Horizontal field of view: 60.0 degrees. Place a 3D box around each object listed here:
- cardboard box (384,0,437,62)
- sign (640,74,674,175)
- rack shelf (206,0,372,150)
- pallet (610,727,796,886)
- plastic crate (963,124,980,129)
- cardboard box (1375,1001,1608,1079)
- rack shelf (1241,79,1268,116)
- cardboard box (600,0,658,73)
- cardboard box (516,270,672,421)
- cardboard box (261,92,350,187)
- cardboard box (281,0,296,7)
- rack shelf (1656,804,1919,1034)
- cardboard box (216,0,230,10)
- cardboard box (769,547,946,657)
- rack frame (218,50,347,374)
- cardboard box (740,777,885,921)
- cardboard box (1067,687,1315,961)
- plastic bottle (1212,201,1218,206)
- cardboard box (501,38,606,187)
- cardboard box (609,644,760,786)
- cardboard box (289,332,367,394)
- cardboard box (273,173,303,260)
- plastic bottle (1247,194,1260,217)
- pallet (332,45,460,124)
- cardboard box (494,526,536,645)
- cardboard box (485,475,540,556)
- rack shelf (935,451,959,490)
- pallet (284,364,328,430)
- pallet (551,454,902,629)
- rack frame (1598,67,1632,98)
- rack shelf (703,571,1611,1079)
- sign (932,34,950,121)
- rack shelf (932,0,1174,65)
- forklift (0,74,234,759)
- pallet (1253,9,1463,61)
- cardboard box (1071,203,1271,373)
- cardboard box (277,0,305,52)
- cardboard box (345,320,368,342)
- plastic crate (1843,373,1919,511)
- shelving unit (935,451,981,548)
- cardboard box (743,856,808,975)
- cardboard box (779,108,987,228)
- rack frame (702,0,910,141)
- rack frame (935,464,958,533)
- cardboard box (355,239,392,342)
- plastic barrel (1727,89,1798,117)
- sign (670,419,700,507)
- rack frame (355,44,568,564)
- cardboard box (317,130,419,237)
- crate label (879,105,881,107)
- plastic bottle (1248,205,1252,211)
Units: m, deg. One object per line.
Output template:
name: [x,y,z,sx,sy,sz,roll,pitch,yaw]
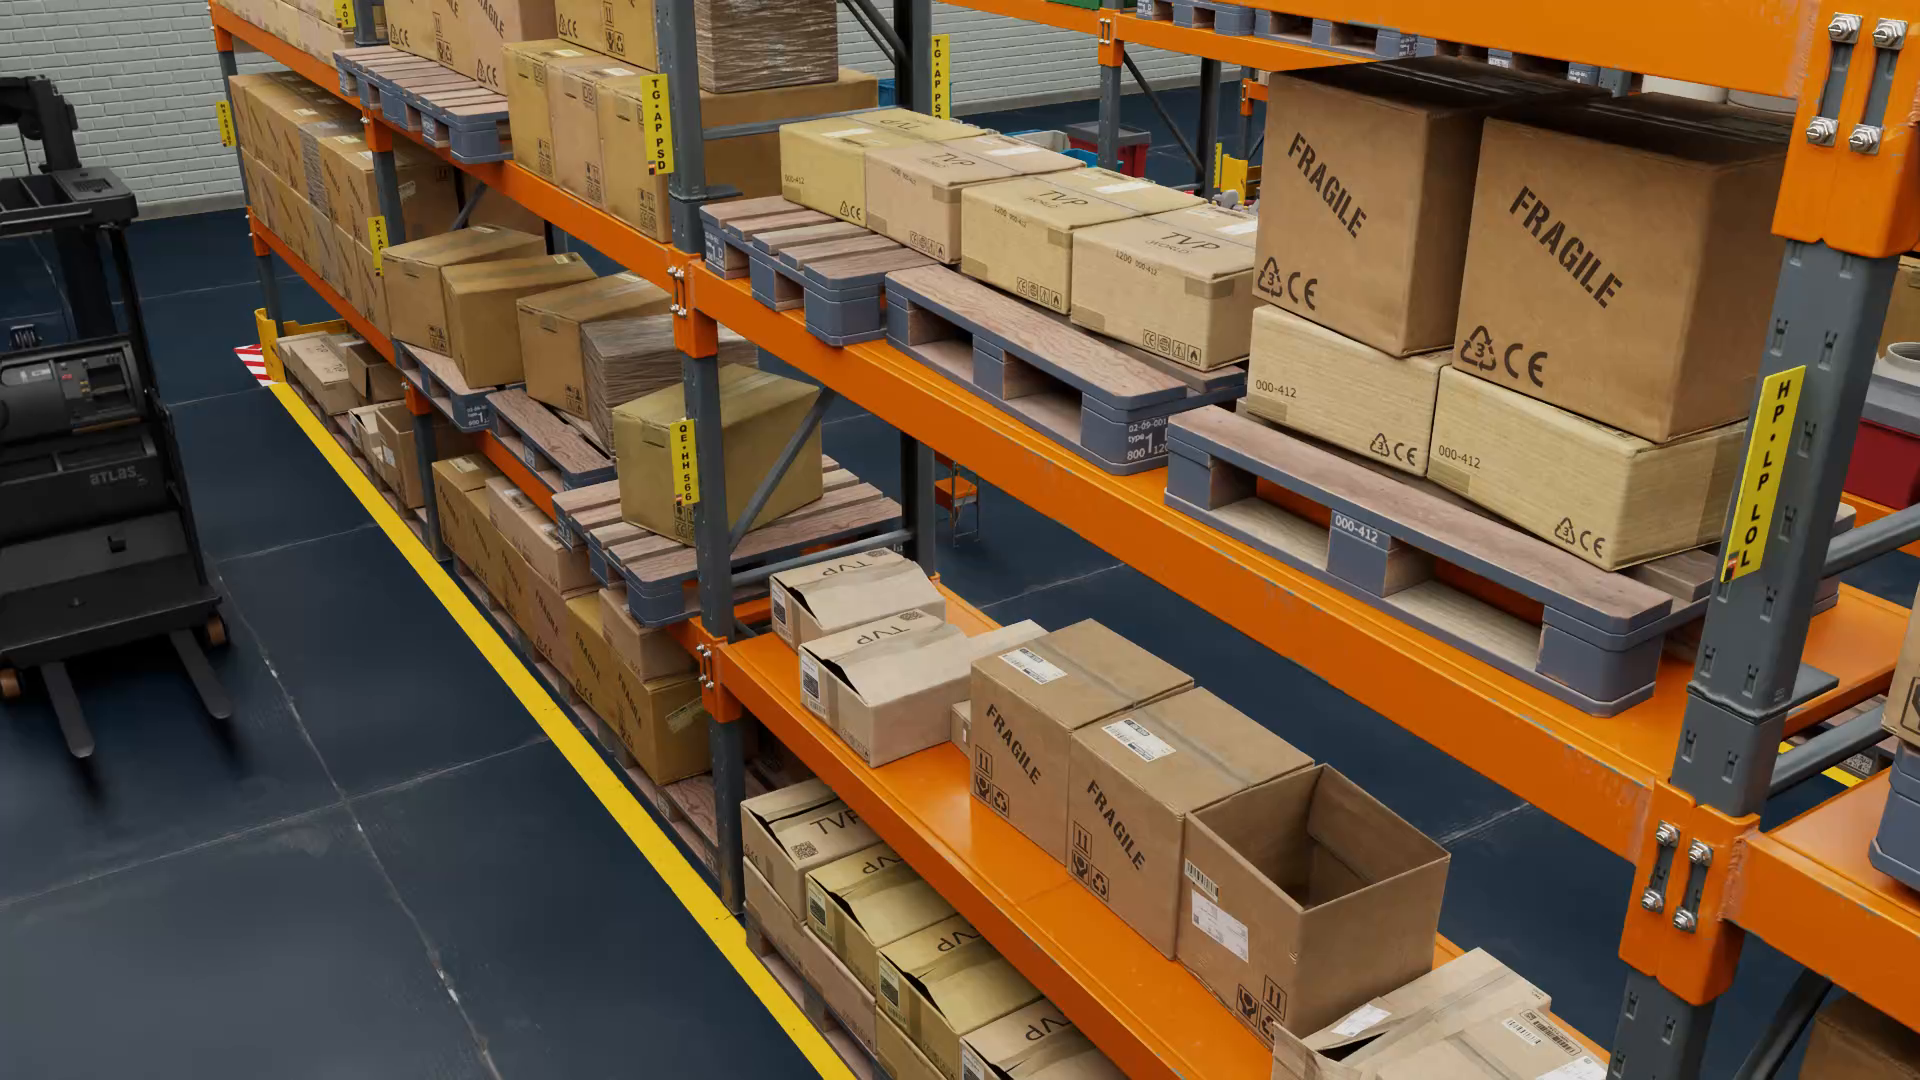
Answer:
cardboard box: [-2.522,-2.792,8.412,0.600,0.600,0.600,-19,31,-34]
sign: [-1.007,-1.387,5.555,0.100,0.325,0.005,-16,29,-30]
rack shelf: [-3.827,-3.099,10.631,1.077,0.370,4.000,-16,29,-30]
pallet: [-0.927,1.063,7.751,1.003,0.211,1.213,-16,29,-30]
plastic crate: [-0.023,-3.488,14.364,0.396,0.136,0.243,-16,29,-30]
cardboard box: [1.327,1.410,3.924,0.500,0.250,0.500,-14,28,-26]
rack shelf: [4.475,-4.050,16.159,1.077,0.370,4.000,-16,29,-30]
cardboard box: [-1.063,-2.116,6.416,0.500,0.500,0.500,-16,29,-30]
cardboard box: [-1.719,-0.971,8.183,0.500,0.500,0.700,21,33,37]
cardboard box: [-4.336,-2.696,11.158,0.500,0.500,0.500,-15,29,-29]
cardboard box: [-3.769,-3.337,9.882,0.500,0.250,0.500,-16,29,-30]
rack shelf: [2.724,1.193,1.539,1.077,0.370,4.000,-16,29,-30]
cardboard box: [-4.851,-3.829,11.510,0.500,0.250,0.500,-16,29,-30]
cardboard box: [-0.389,0.258,6.293,0.500,0.311,0.500,-14,28,-26]
rack frame: [-4.919,-2.784,12.633,1.000,3.000,0.127,-16,29,-30]
cardboard box: [-0.511,1.133,6.407,0.500,0.311,0.500,-14,29,-28]
cardboard box: [0.666,0.817,4.888,0.500,0.500,0.500,-15,29,-29]
plastic bottle: [1.809,-2.315,11.872,0.097,0.201,0.097,0,25,0]
cardboard box: [-1.380,-1.841,7.004,0.910,0.500,0.500,-16,29,-30]
cardboard box: [-1.259,0.729,7.604,0.500,0.500,0.500,-14,29,-28]
cardboard box: [-4.586,-1.300,12.195,0.500,0.250,0.500,-16,29,-30]
cardboard box: [-4.340,-2.245,11.375,0.500,0.500,0.500,-16,29,-30]
plastic bottle: [2.072,-2.198,11.449,0.144,0.351,0.185,-16,29,-30]
pallet: [-2.438,-2.375,8.473,1.213,0.211,1.003,-16,29,-30]
cardboard box: [-2.108,0.177,8.774,0.500,0.500,0.500,-15,29,-29]
cardboard box: [-2.129,-0.173,8.637,0.500,0.250,0.500,-15,29,-29]
rack shelf: [-0.029,-0.484,10.071,0.215,0.259,0.240,-16,29,-30]
pallet: [-4.441,-1.210,12.567,1.003,0.211,1.213,-16,29,-30]
pallet: [-0.980,-0.062,7.091,1.213,0.211,1.003,-16,29,-30]
rack frame: [3.601,-1.075,9.014,1.000,3.000,0.127,-16,29,-30]
rack shelf: [0.541,1.118,5.210,1.077,0.370,4.000,-16,29,-30]
sign: [-0.082,-1.675,6.072,0.100,0.325,0.005,-16,29,-30]
rack shelf: [0.326,-4.252,13.073,1.077,0.370,4.000,-16,29,-30]
forklift: [-4.610,-0.739,8.382,1.130,2.935,3.031,-16,30,-31]
pallet: [2.549,-3.114,10.041,1.003,0.211,1.213,-16,29,-30]
cardboard box: [0.640,-0.668,4.322,0.500,0.250,0.500,-18,31,-34]
cardboard box: [-3.767,-3.112,9.990,0.500,0.250,0.500,-16,29,-30]
cardboard box: [-4.415,-1.715,12.782,0.500,0.500,0.500,-16,29,-30]
plastic crate: [4.227,-0.455,7.625,0.402,0.464,0.583,-16,29,-30]
shelving unit: [-0.029,-0.494,10.066,0.215,1.050,0.252,-16,29,-30]
cardboard box: [-0.511,1.387,6.527,0.500,0.250,0.500,-16,29,-30]
cardboard box: [-0.256,-1.252,5.558,0.500,0.250,0.500,-18,31,-33]
rack frame: [-0.554,-2.634,5.289,0.949,2.616,0.053,-16,29,-30]
rack frame: [-0.096,-0.538,10.159,0.200,1.050,0.008,-16,29,-30]
cardboard box: [-3.223,-1.517,9.833,0.500,0.500,0.500,-15,29,-29]
plastic barrel: [3.867,-2.314,7.537,0.600,0.901,0.600,0,25,0]
sign: [-1.001,-0.280,6.066,0.100,0.325,0.005,-16,29,-30]
rack frame: [-2.735,-1.353,9.602,1.000,3.000,0.127,-16,29,-30]
cardboard box: [-3.510,-2.153,10.010,0.500,0.500,0.500,-16,30,-31]
crate label: [-0.907,-3.723,14.749,0.416,0.233,0.303,-16,29,-30]
plastic bottle: [2.103,-2.254,11.655,0.152,0.276,0.135,-16,29,-30]
